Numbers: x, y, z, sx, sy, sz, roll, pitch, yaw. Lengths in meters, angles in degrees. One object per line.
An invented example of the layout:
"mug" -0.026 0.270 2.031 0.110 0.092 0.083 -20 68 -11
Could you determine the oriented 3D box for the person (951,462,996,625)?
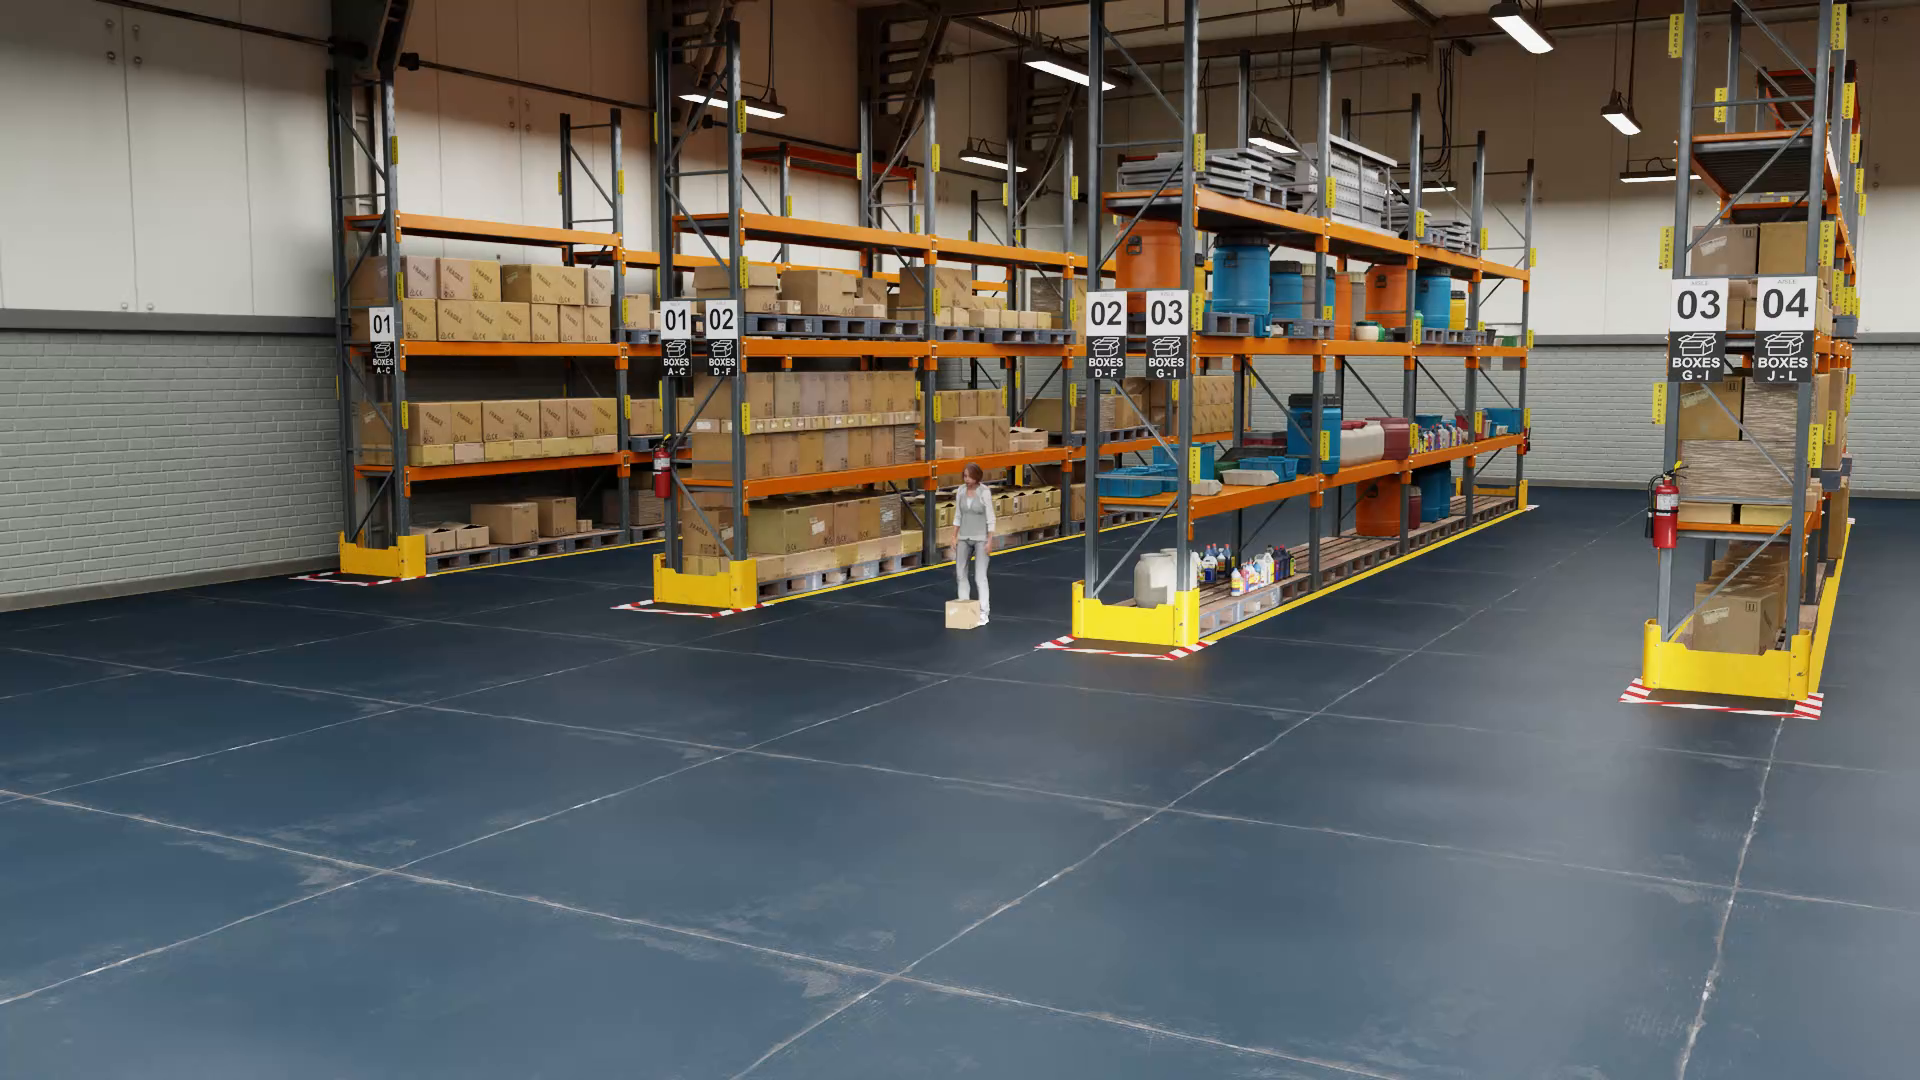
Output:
"person" 0.132 0.028 16.307 0.461 1.593 0.343 3 7 29
